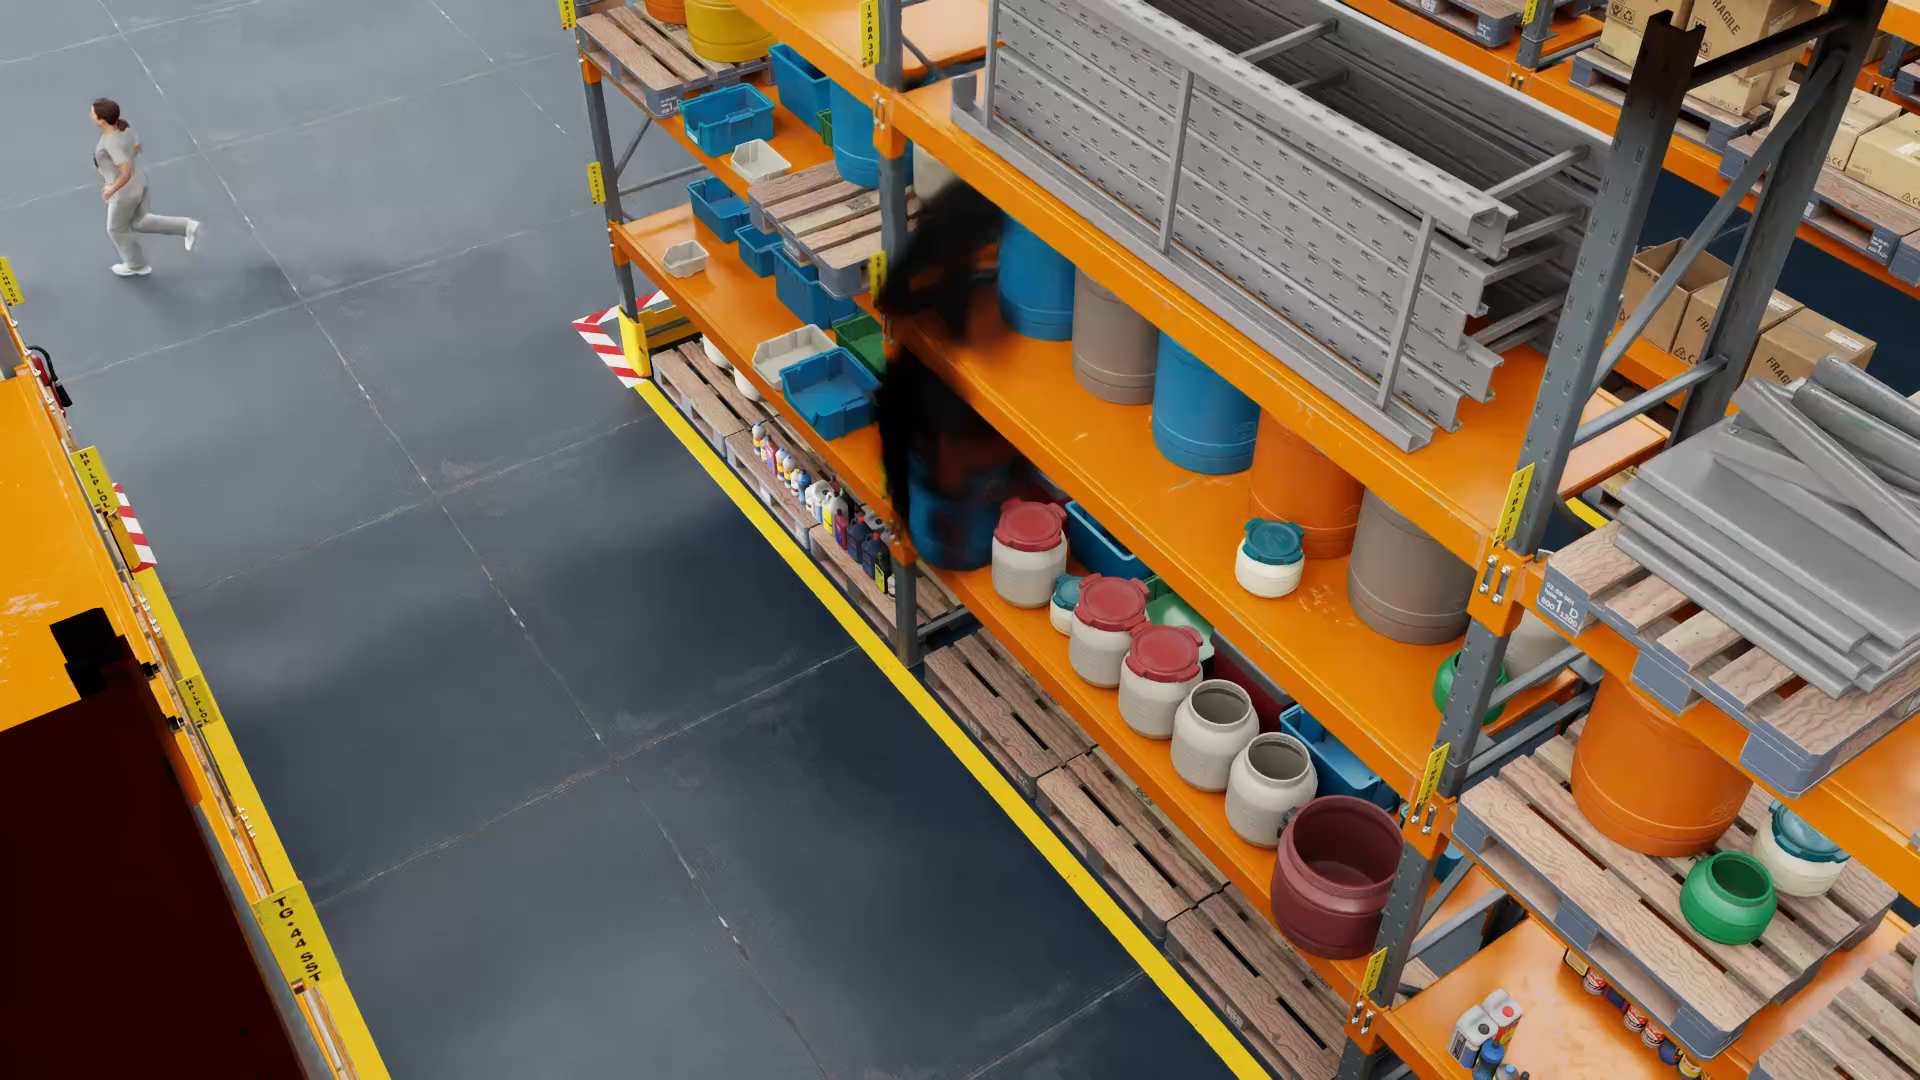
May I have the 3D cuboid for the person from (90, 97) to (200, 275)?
[{"bbox_3d":[-6.833,-2.879,13.703,0.810,1.633,0.580,-4,43,-4],"label":"person"}]
